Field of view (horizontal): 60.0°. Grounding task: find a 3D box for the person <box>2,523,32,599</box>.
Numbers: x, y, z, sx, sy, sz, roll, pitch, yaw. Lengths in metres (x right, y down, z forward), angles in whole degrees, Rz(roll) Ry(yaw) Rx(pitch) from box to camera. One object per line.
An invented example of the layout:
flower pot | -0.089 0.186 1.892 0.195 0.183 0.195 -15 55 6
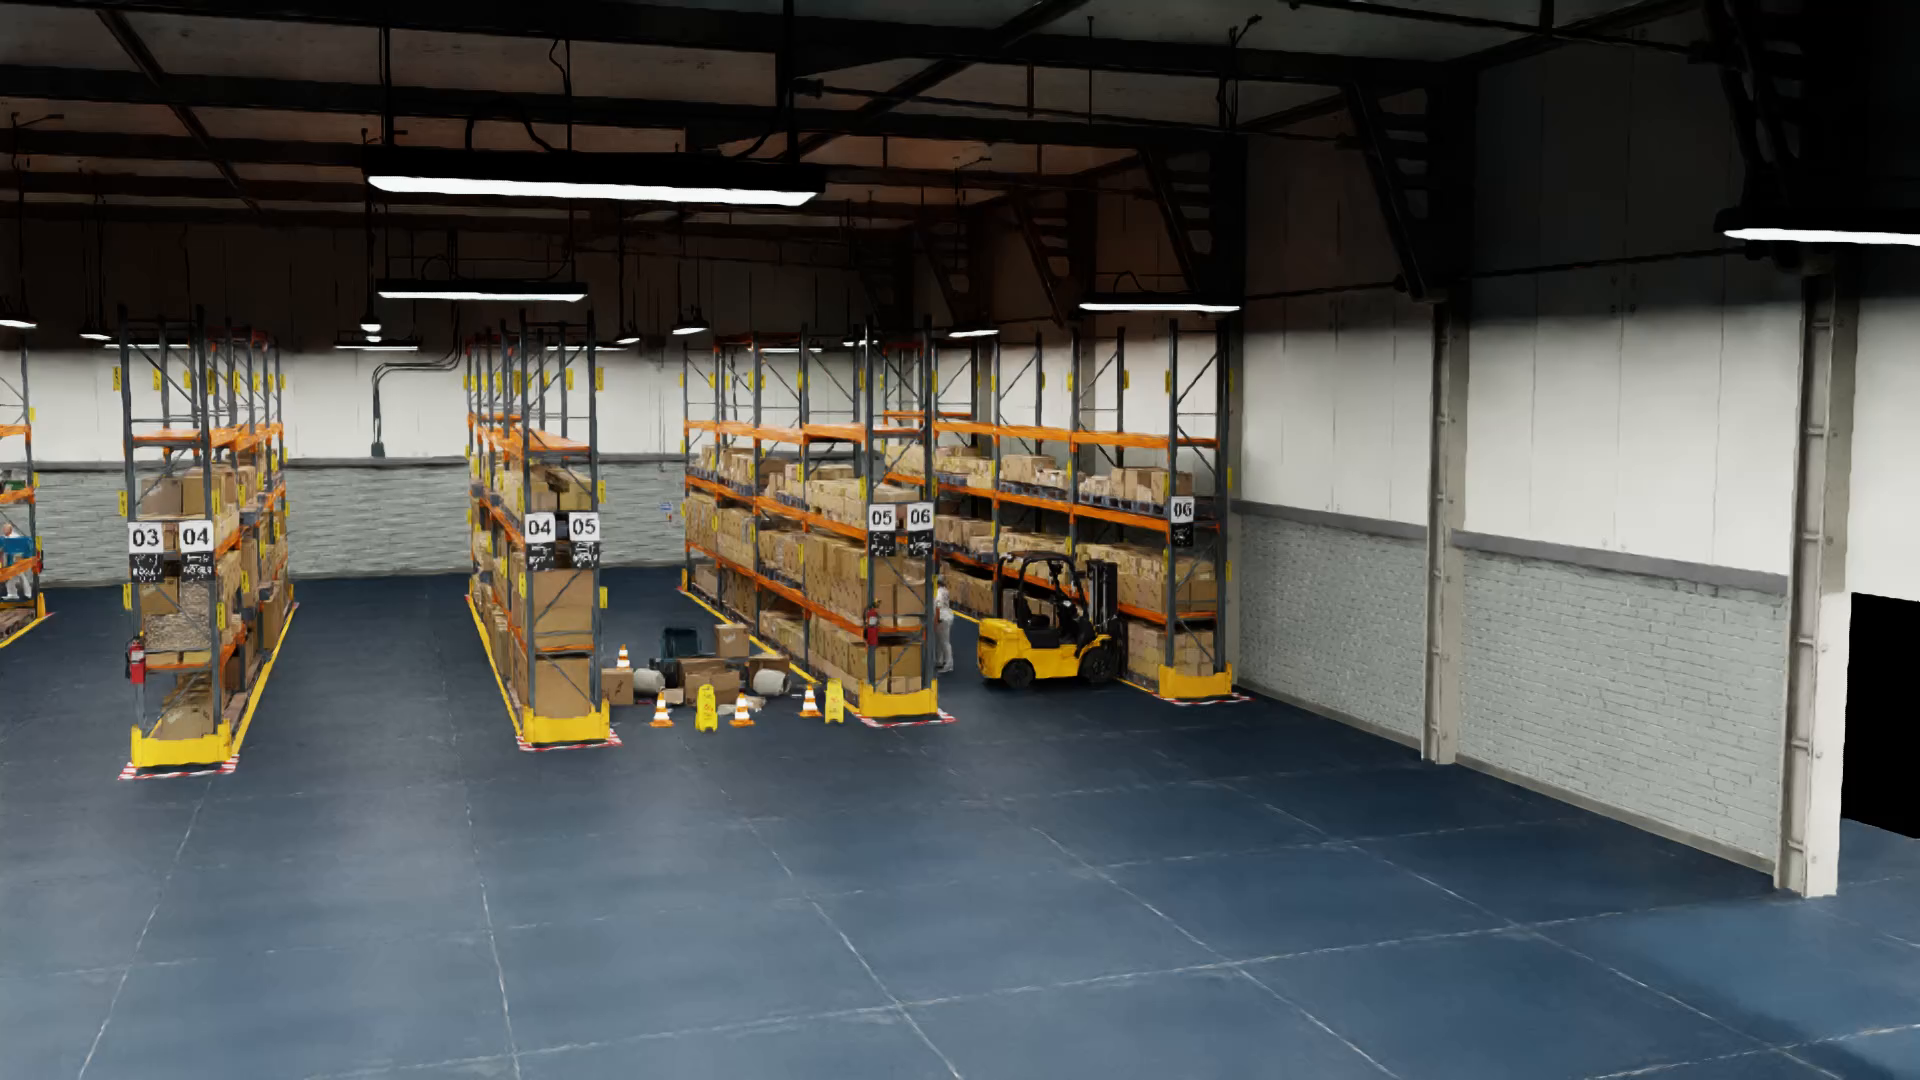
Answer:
person | -21.887 0.475 38.528 0.611 1.769 0.632 2 6 17

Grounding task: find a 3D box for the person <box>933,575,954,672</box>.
person | -0.352 1.426 28.894 0.556 1.659 0.598 1 6 13
